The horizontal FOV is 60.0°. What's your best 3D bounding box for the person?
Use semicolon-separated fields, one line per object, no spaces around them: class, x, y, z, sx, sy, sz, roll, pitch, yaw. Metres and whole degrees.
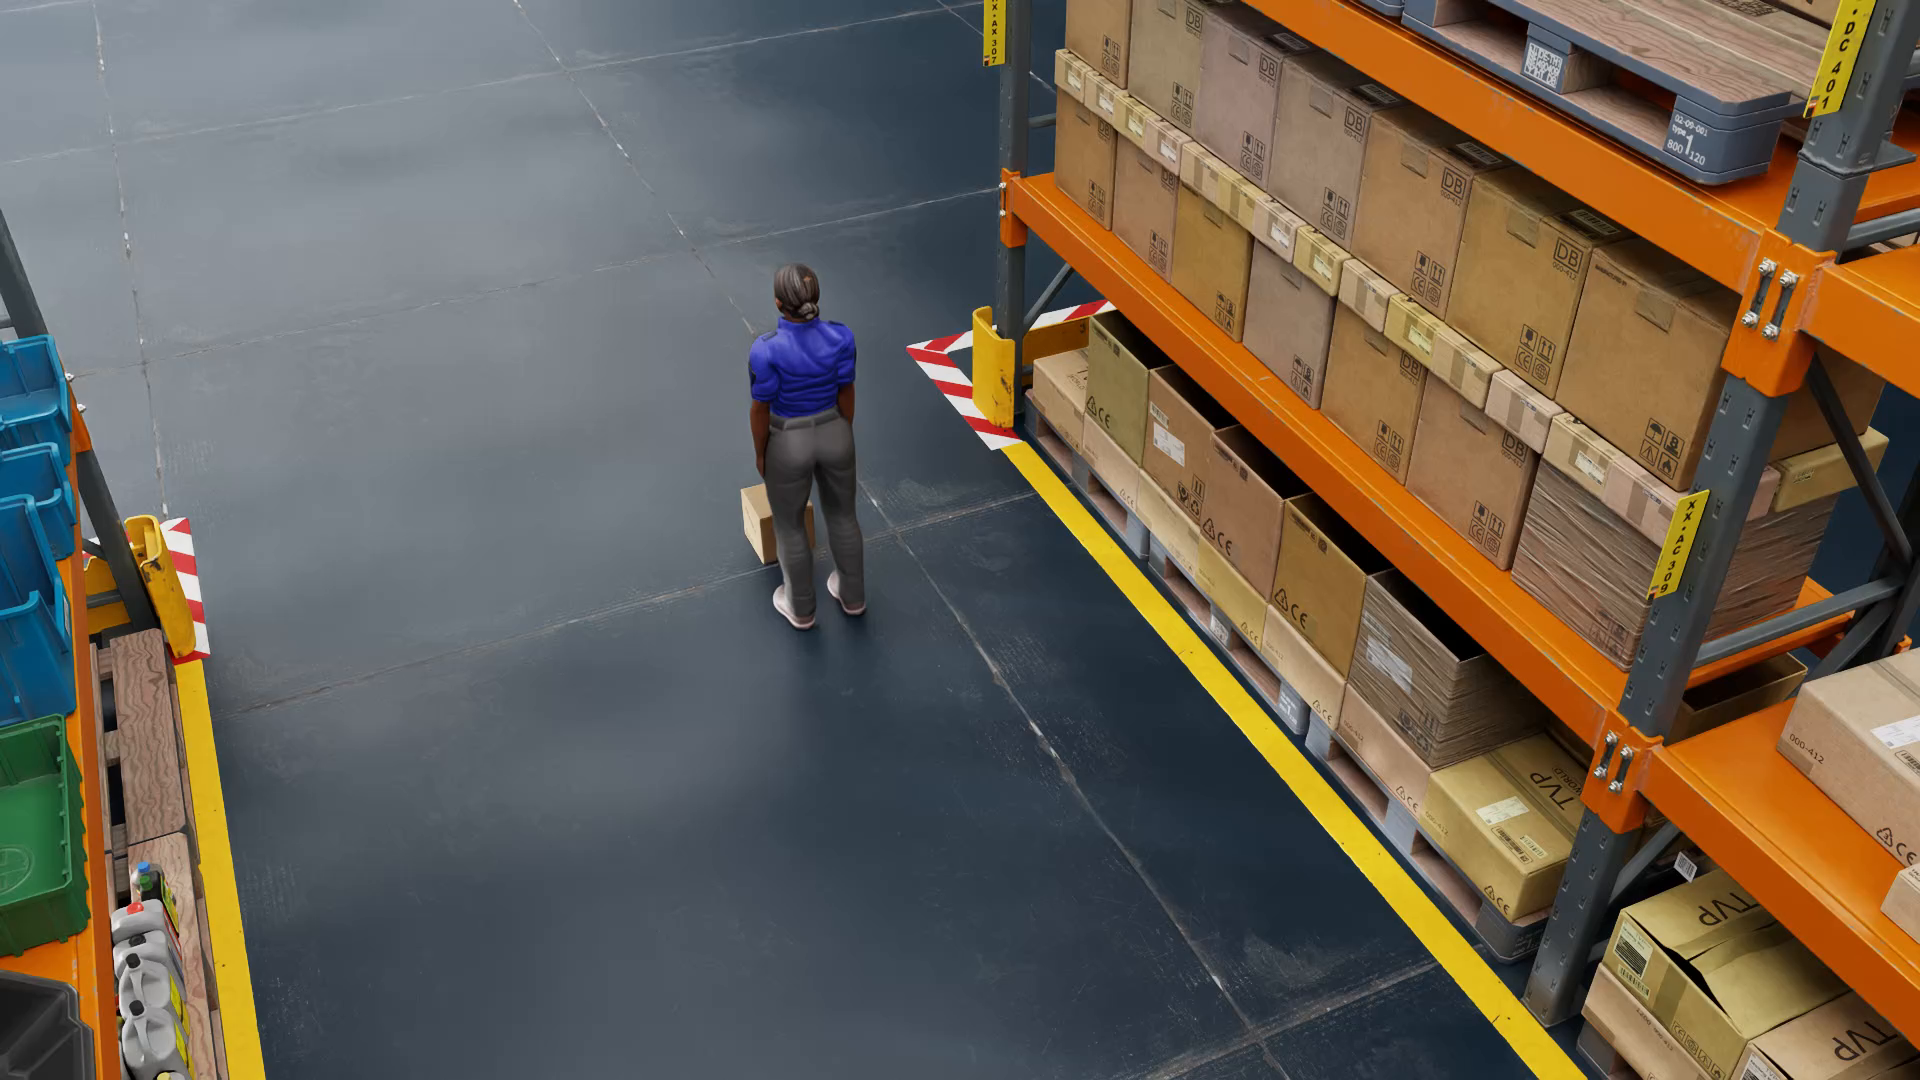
person;-0.618;-0.364;6.644;0.436;1.643;0.304;-15;40;-18
